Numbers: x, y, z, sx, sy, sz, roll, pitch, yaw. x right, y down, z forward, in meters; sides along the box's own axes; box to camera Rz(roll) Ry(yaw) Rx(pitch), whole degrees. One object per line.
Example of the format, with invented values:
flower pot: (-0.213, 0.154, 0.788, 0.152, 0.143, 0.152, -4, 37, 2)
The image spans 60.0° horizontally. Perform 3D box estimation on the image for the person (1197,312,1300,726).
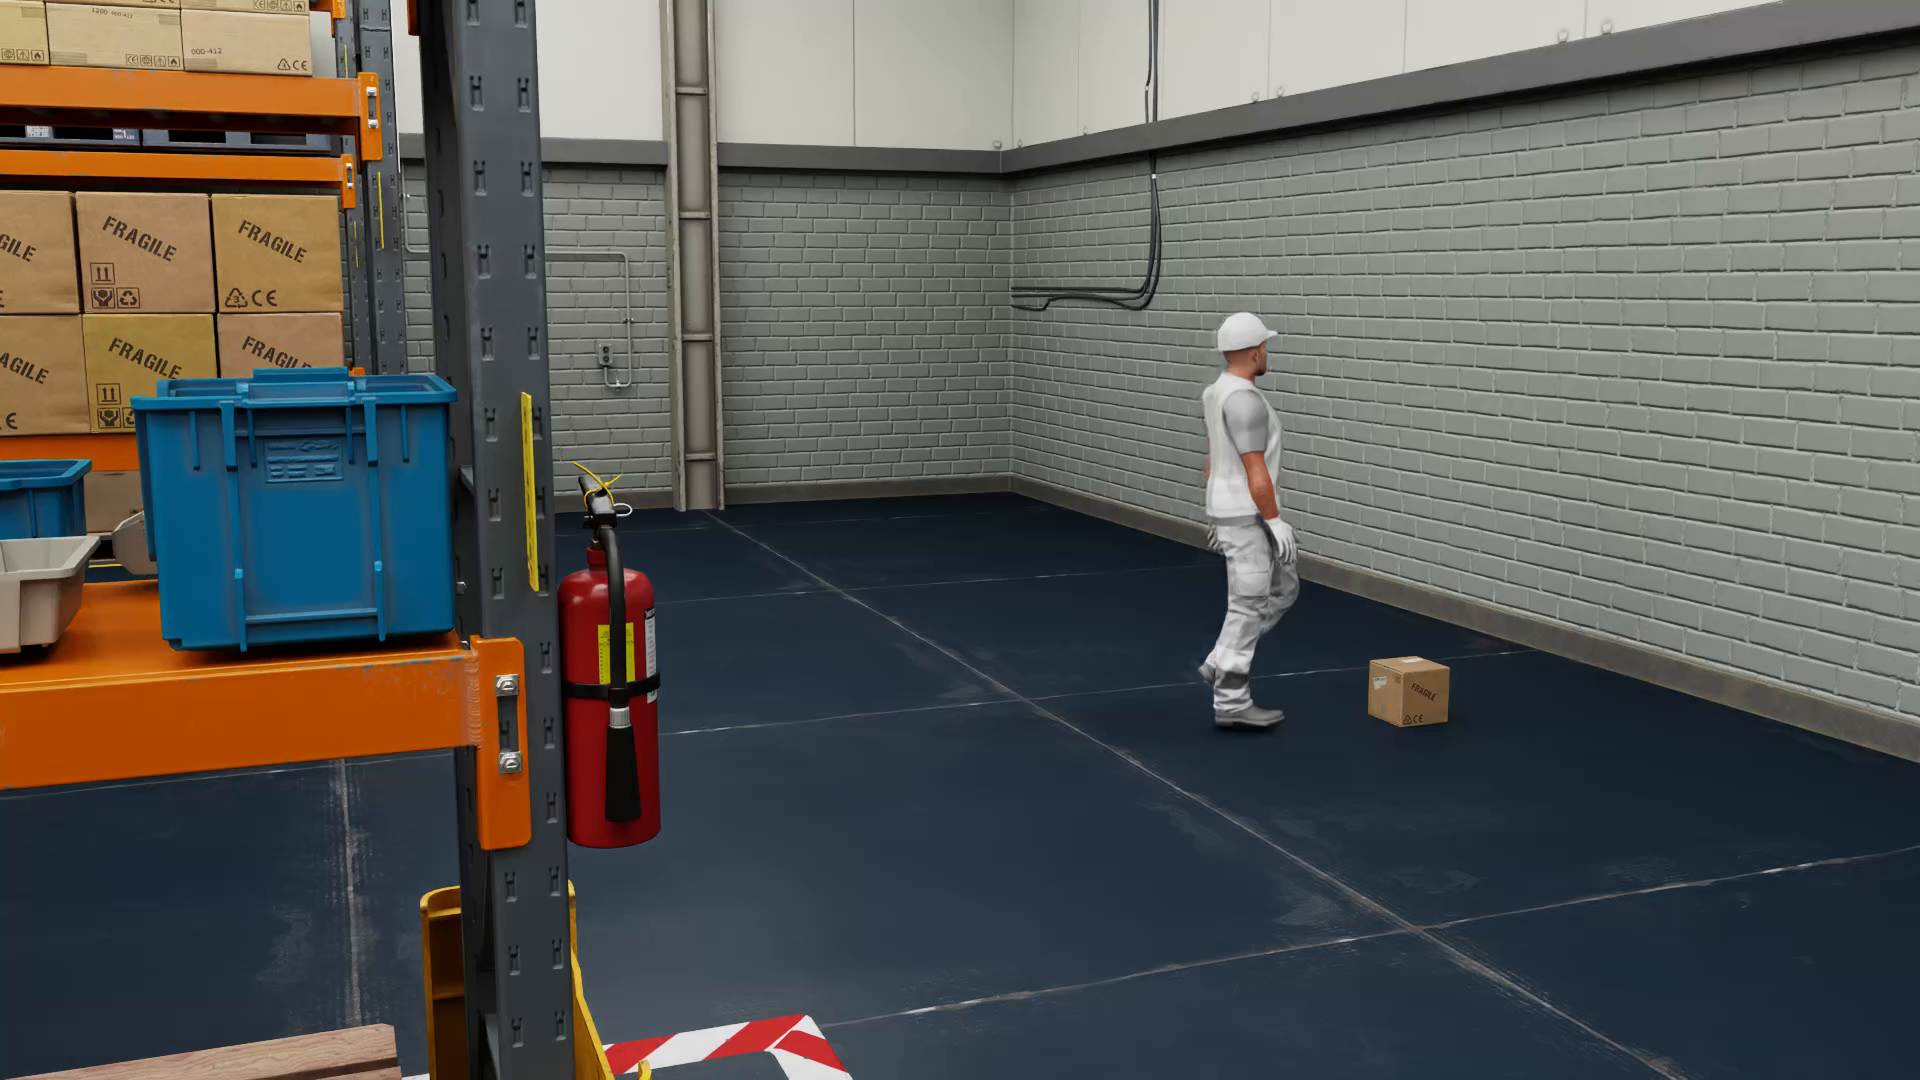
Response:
person: (1.274, -0.083, 7.179, 0.449, 1.786, 0.546, 0, 9, 3)
